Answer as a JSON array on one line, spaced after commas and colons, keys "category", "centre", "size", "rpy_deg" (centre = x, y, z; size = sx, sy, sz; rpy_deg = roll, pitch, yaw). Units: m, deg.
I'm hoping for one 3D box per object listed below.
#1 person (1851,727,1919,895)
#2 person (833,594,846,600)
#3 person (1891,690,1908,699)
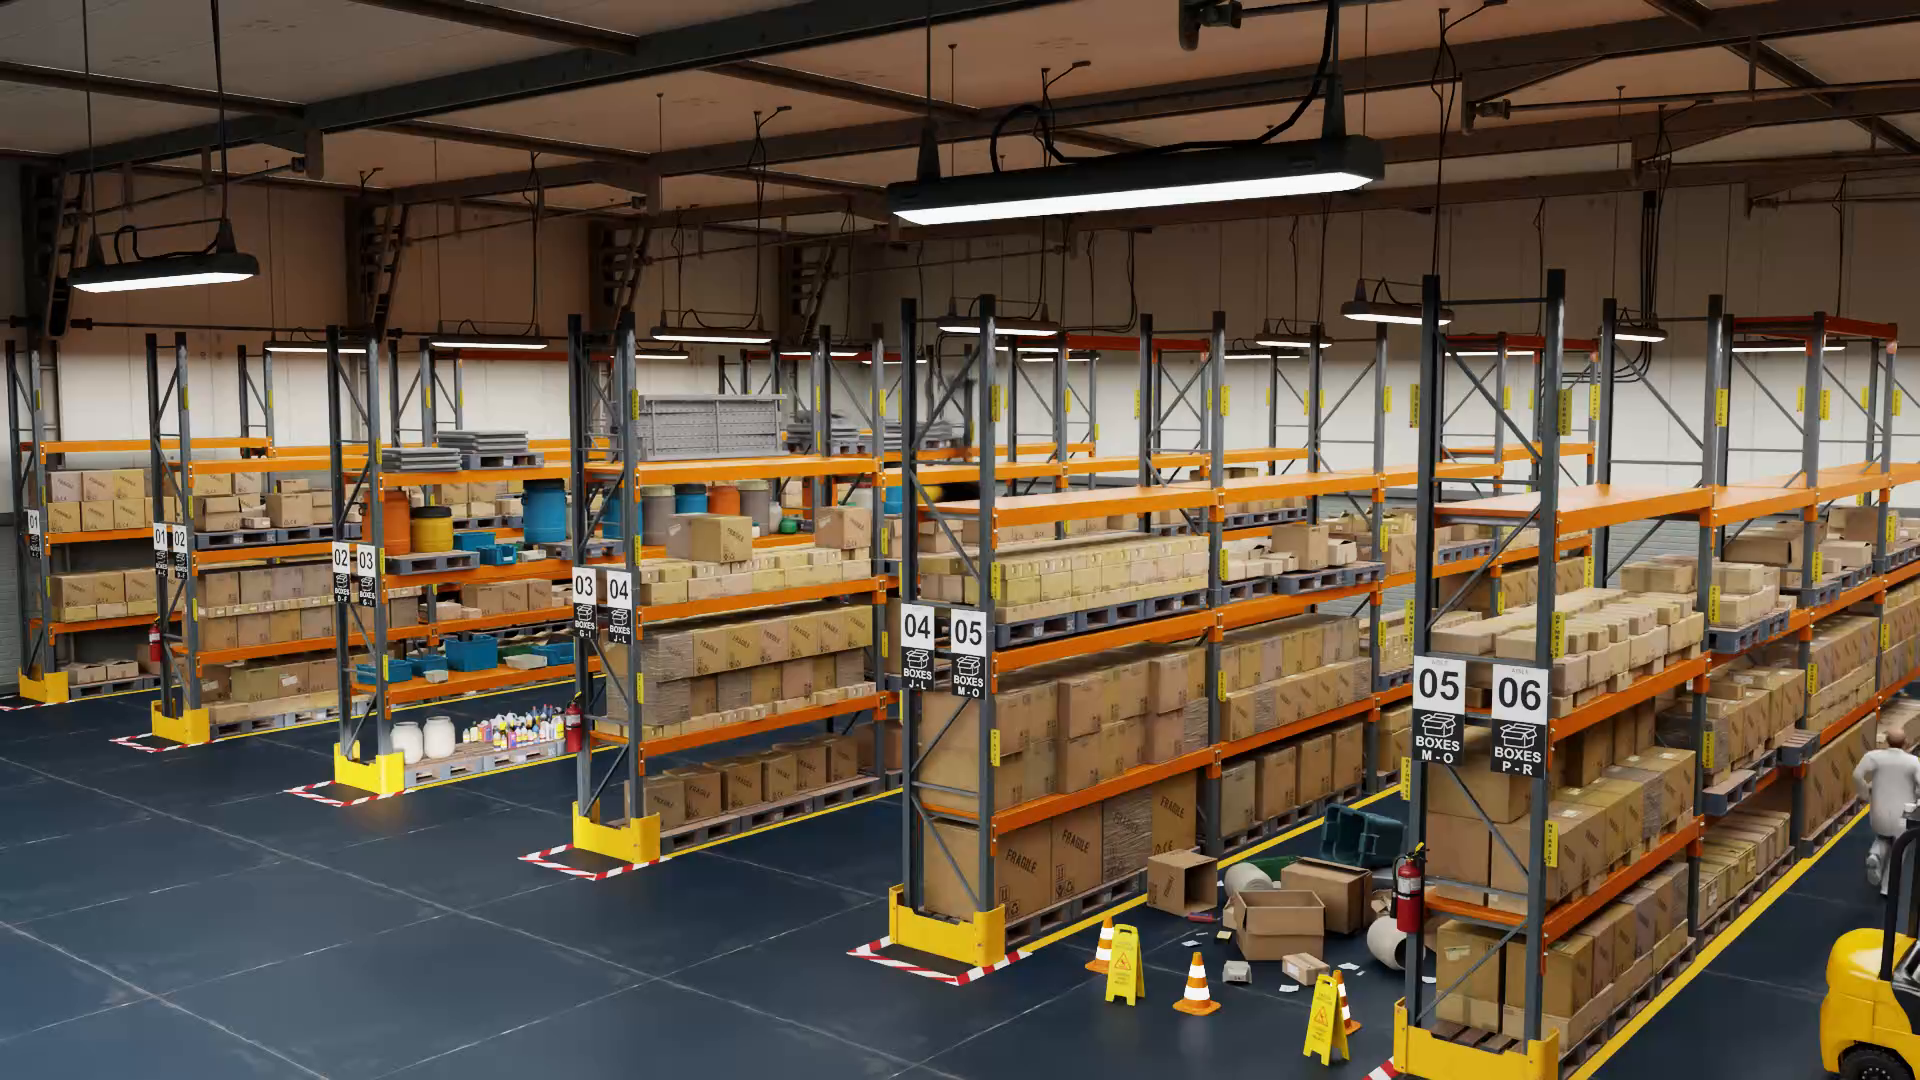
[{"category": "person", "centre": [9.584, 2.770, 17.079], "size": [0.706, 1.736, 0.632], "rpy_deg": [4, 7, 41]}, {"category": "person", "centre": [-2.350, 1.516, 31.277], "size": [0.700, 1.728, 0.754], "rpy_deg": [4, 7, 40]}, {"category": "person", "centre": [14.651, 1.956, 26.229], "size": [0.587, 1.722, 0.703], "rpy_deg": [2, 6, 25]}]
